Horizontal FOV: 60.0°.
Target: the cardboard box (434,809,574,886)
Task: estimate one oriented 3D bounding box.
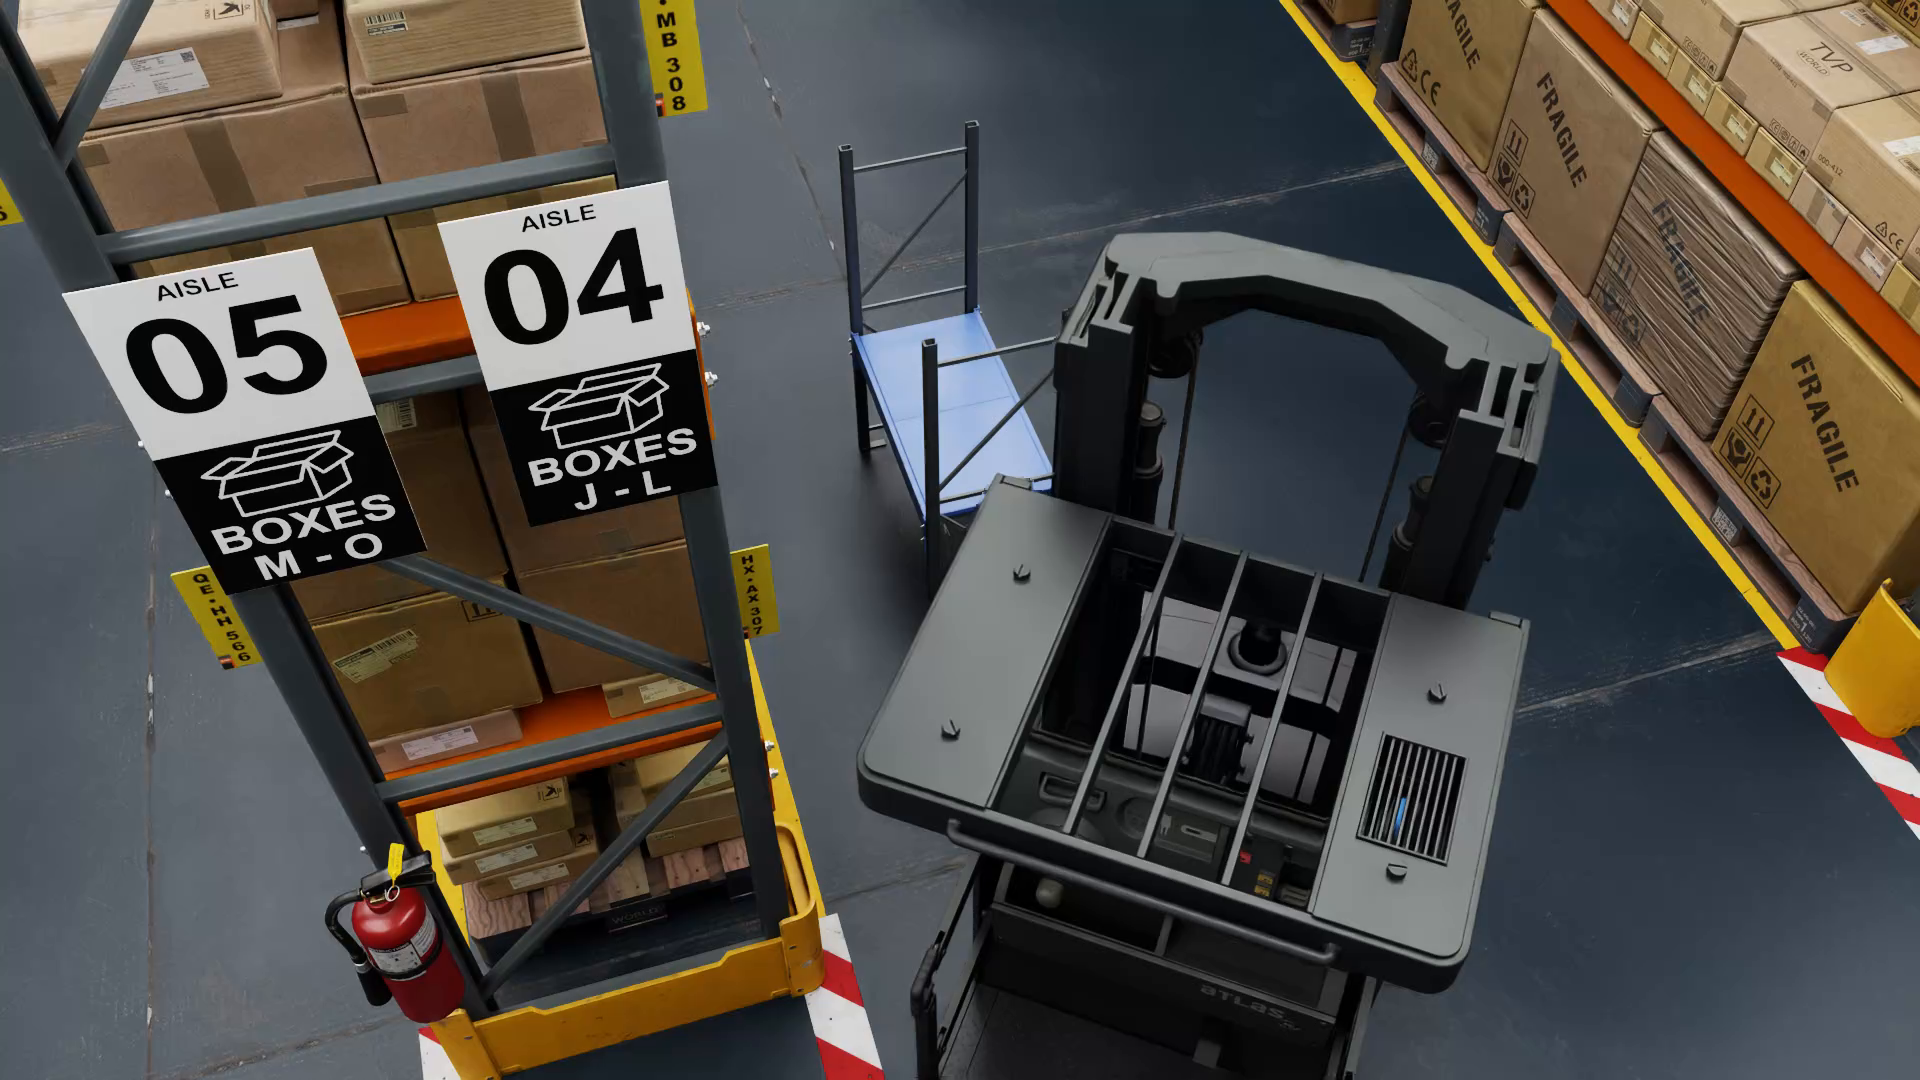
[{"bbox_3d":[-1.432,0.895,5.219,0.380,0.149,0.250,-15,51,-12],"label":"cardboard box"}]

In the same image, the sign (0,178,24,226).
[{"bbox_3d":[-1.540,-0.613,2.554,0.100,0.325,0.005,-13,51,-11],"label":"sign"}]

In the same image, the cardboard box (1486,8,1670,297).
[{"bbox_3d":[2.966,-1.734,7.155,0.875,0.875,0.875,-13,51,-11],"label":"cardboard box"}]

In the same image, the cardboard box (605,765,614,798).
[{"bbox_3d":[-1.008,0.684,5.591,0.380,0.149,0.250,-13,51,-11],"label":"cardboard box"}]

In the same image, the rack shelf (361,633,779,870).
[{"bbox_3d":[-1.595,-0.701,5.639,1.077,0.370,4.000,-13,51,-11],"label":"rack shelf"}]

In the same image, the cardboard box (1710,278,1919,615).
[{"bbox_3d":[3.499,-0.420,6.047,0.875,0.875,0.875,-13,51,-11],"label":"cardboard box"}]

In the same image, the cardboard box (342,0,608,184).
[{"bbox_3d":[-0.888,-0.938,3.178,0.500,0.250,0.500,-13,51,-10],"label":"cardboard box"}]

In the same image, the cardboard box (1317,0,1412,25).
[{"bbox_3d":[2.373,-3.355,8.521,1.225,0.875,0.875,-13,51,-11],"label":"cardboard box"}]

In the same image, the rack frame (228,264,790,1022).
[{"bbox_3d":[-1.004,0.528,4.133,1.000,3.000,0.127,-13,51,-11],"label":"rack frame"}]

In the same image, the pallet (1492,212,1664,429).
[{"bbox_3d":[3.096,-1.077,7.309,1.003,0.211,1.213,-13,51,-11],"label":"pallet"}]

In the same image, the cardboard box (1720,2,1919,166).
[{"bbox_3d":[3.067,-1.604,5.833,0.500,0.250,0.500,-15,51,-12],"label":"cardboard box"}]

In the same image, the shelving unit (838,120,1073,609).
[{"bbox_3d":[-0.025,-0.546,6.019,0.538,1.500,1.048,-13,51,-11],"label":"shelving unit"}]

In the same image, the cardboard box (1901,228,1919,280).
[{"bbox_3d":[3.368,-0.861,5.207,0.500,0.250,0.500,-14,51,-12],"label":"cardboard box"}]

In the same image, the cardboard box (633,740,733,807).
[{"bbox_3d":[-0.834,0.660,5.222,0.380,0.149,0.250,-15,52,-13],"label":"cardboard box"}]

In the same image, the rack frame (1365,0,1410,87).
[{"bbox_3d":[2.582,-3.441,7.479,1.000,3.000,0.127,-13,51,-11],"label":"rack frame"}]

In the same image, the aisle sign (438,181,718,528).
[{"bbox_3d":[-0.695,-0.325,3.151,0.394,0.787,0.004,-13,51,-11],"label":"aisle sign"}]

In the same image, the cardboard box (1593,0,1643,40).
[{"bbox_3d":[2.735,-2.122,6.531,0.380,0.149,0.250,-13,51,-11],"label":"cardboard box"}]

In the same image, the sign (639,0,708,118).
[{"bbox_3d":[-0.485,-0.843,2.755,0.100,0.325,0.005,-13,51,-11],"label":"sign"}]

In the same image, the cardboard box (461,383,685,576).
[{"bbox_3d":[-0.883,-0.310,3.926,0.500,0.500,0.500,-14,51,-11],"label":"cardboard box"}]

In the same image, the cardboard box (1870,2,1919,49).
[{"bbox_3d":[3.575,-1.725,5.935,0.500,0.250,0.500,-15,51,-12],"label":"cardboard box"}]

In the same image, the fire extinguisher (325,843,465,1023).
[{"bbox_3d":[-1.370,0.961,4.062,0.296,0.674,0.183,-13,51,-11],"label":"fire extinguisher"}]

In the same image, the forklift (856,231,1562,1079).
[{"bbox_3d":[0.471,0.888,3.874,1.130,2.935,3.031,16,52,13],"label":"forklift"}]

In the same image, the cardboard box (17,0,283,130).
[{"bbox_3d":[-1.383,-0.857,2.848,0.380,0.149,0.250,-14,51,-11],"label":"cardboard box"}]

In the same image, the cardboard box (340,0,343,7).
[{"bbox_3d":[-1.535,-1.204,3.402,0.500,0.250,0.500,-15,51,-12],"label":"cardboard box"}]

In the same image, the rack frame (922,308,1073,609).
[{"bbox_3d":[0.125,-0.174,5.706,0.500,1.500,0.032,-13,51,-11],"label":"rack frame"}]

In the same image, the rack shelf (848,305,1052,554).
[{"bbox_3d":[-0.025,-0.430,6.156,0.538,0.185,1.000,-13,51,-11],"label":"rack shelf"}]

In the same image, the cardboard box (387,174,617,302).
[{"bbox_3d":[-0.892,-0.776,3.368,0.500,0.250,0.500,-12,51,-10],"label":"cardboard box"}]

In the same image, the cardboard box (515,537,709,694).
[{"bbox_3d":[-0.872,0.009,4.310,0.500,0.500,0.500,-11,51,-9],"label":"cardboard box"}]

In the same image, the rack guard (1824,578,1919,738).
[{"bbox_3d":[3.772,0.303,5.957,1.175,0.500,0.348,-13,51,-11],"label":"rack guard"}]

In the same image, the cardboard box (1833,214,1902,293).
[{"bbox_3d":[3.193,-0.998,5.584,0.380,0.149,0.250,-13,51,-11],"label":"cardboard box"}]

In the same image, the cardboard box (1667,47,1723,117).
[{"bbox_3d":[2.893,-1.741,6.210,0.380,0.149,0.250,-12,51,-10],"label":"cardboard box"}]

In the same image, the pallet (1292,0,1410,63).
[{"bbox_3d":[2.281,-3.089,9.006,1.003,0.211,1.213,-13,51,-11],"label":"pallet"}]

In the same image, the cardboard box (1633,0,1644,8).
[{"bbox_3d":[2.771,-2.345,6.458,0.500,0.250,0.500,-12,51,-10],"label":"cardboard box"}]

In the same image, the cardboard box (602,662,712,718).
[{"bbox_3d":[-0.786,0.298,4.491,0.380,0.149,0.250,-14,51,-11],"label":"cardboard box"}]

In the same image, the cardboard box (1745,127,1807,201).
[{"bbox_3d":[3.041,-1.370,5.897,0.380,0.149,0.250,-14,51,-12],"label":"cardboard box"}]
